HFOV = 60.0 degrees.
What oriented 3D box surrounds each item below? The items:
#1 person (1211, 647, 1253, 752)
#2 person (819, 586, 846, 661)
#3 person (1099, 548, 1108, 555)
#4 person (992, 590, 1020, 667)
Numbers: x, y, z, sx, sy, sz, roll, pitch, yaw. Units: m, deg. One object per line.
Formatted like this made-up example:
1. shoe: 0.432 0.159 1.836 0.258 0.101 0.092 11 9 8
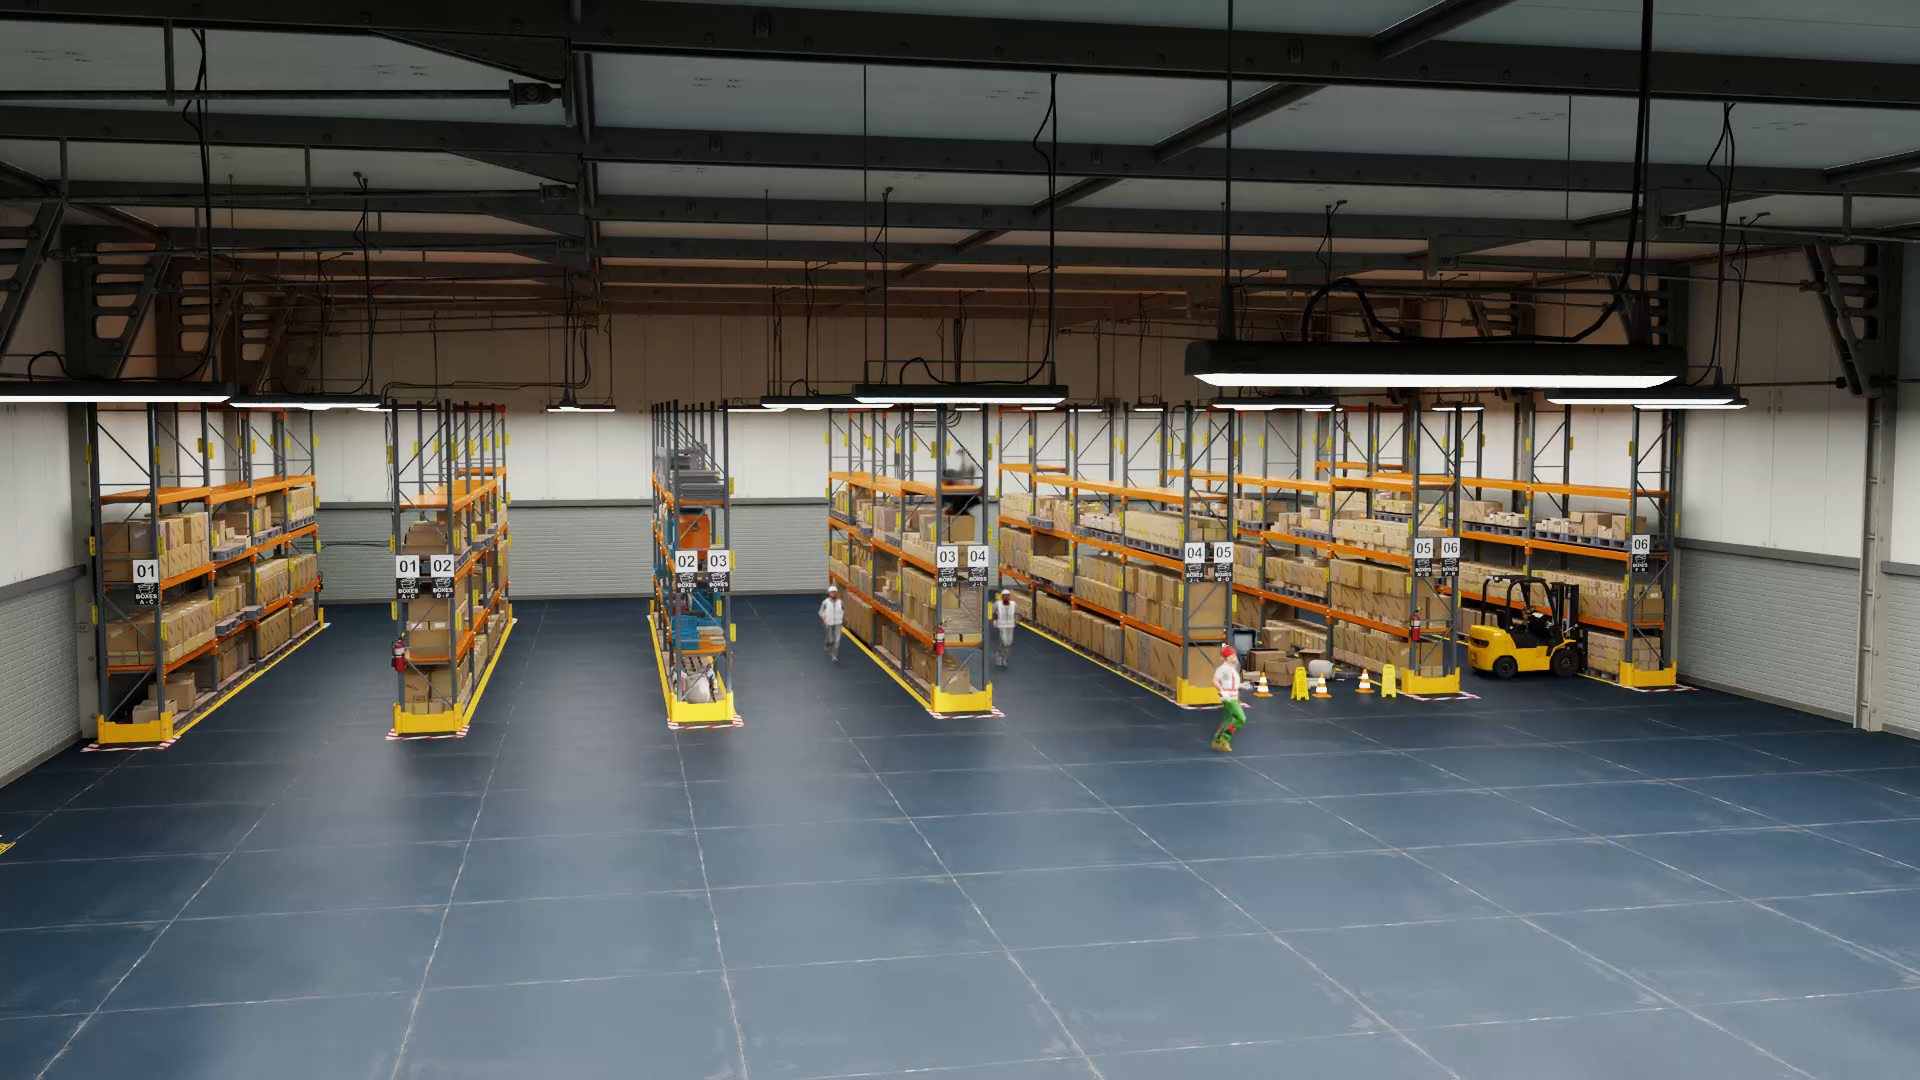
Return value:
1. person: 4.609 2.709 28.216 0.665 1.768 0.634 2 5 20
2. person: -2.954 1.943 38.777 0.660 1.734 0.688 -1 5 -17
3. person: 4.359 0.999 50.639 0.961 1.782 0.666 -1 4 -10
4. person: 1.061 2.001 37.685 0.655 1.758 0.650 -1 4 -17
